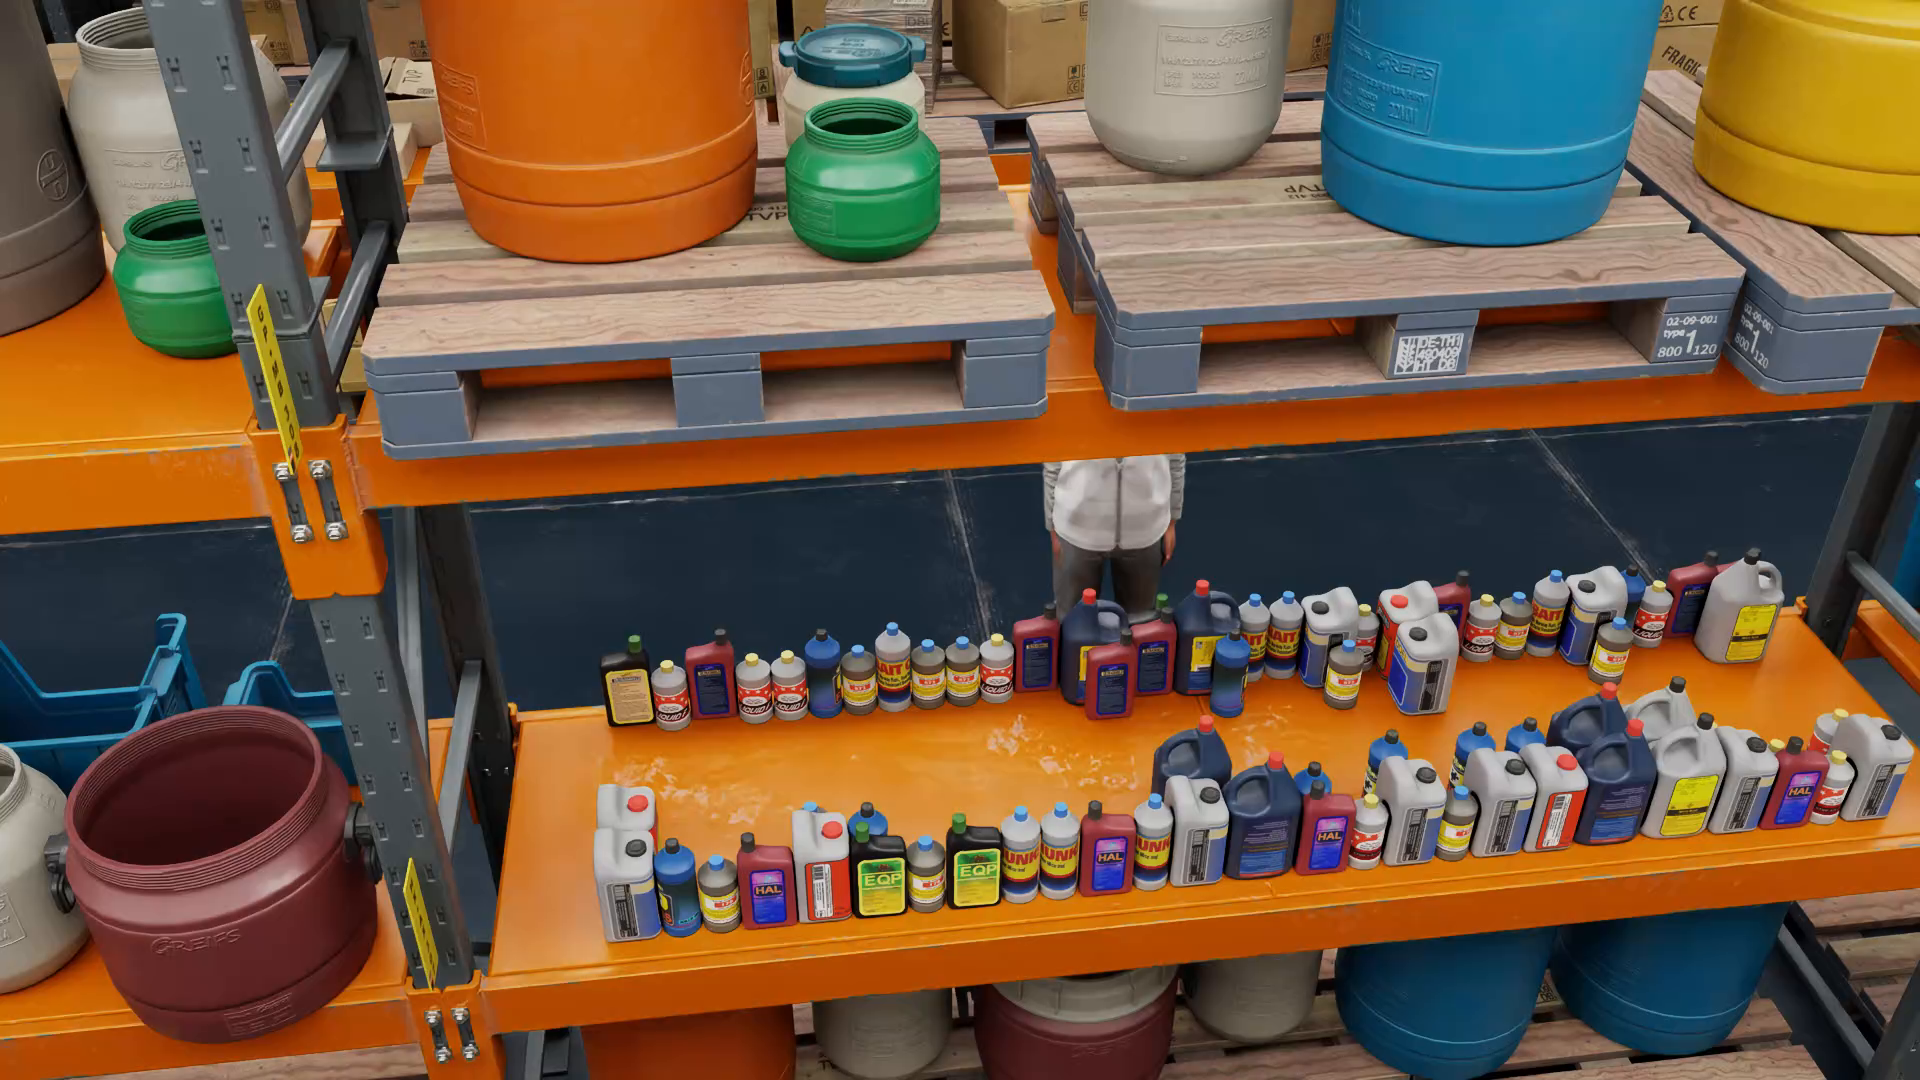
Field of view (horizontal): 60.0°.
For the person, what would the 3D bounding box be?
[{"bbox_3d":[0.570,-0.050,6.195,0.531,1.769,0.356,-4,35,-5],"label":"person"}]
